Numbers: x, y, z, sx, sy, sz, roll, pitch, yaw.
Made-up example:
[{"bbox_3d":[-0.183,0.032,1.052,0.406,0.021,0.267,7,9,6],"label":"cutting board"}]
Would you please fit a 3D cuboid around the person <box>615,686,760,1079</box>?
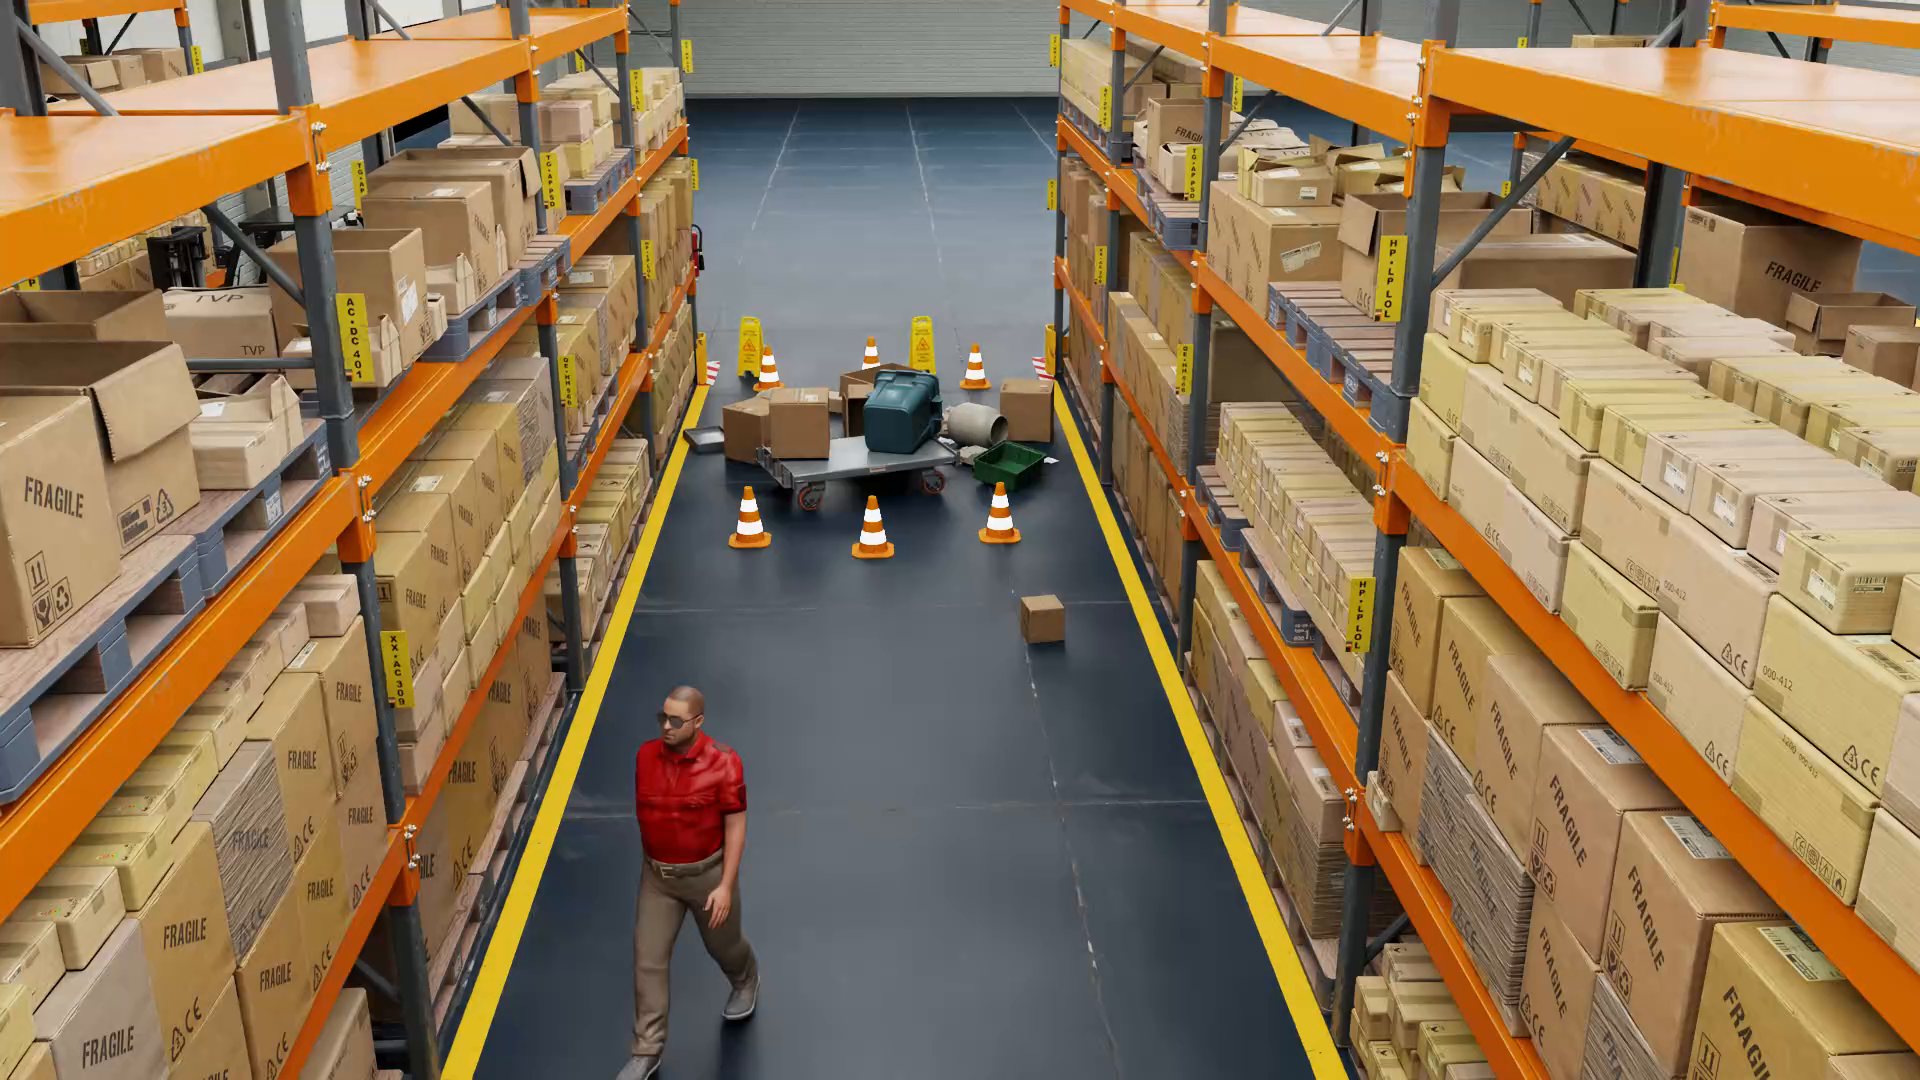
[{"bbox_3d":[-1.185,1.464,7.137,0.539,1.681,0.931,4,21,11],"label":"person"}]
